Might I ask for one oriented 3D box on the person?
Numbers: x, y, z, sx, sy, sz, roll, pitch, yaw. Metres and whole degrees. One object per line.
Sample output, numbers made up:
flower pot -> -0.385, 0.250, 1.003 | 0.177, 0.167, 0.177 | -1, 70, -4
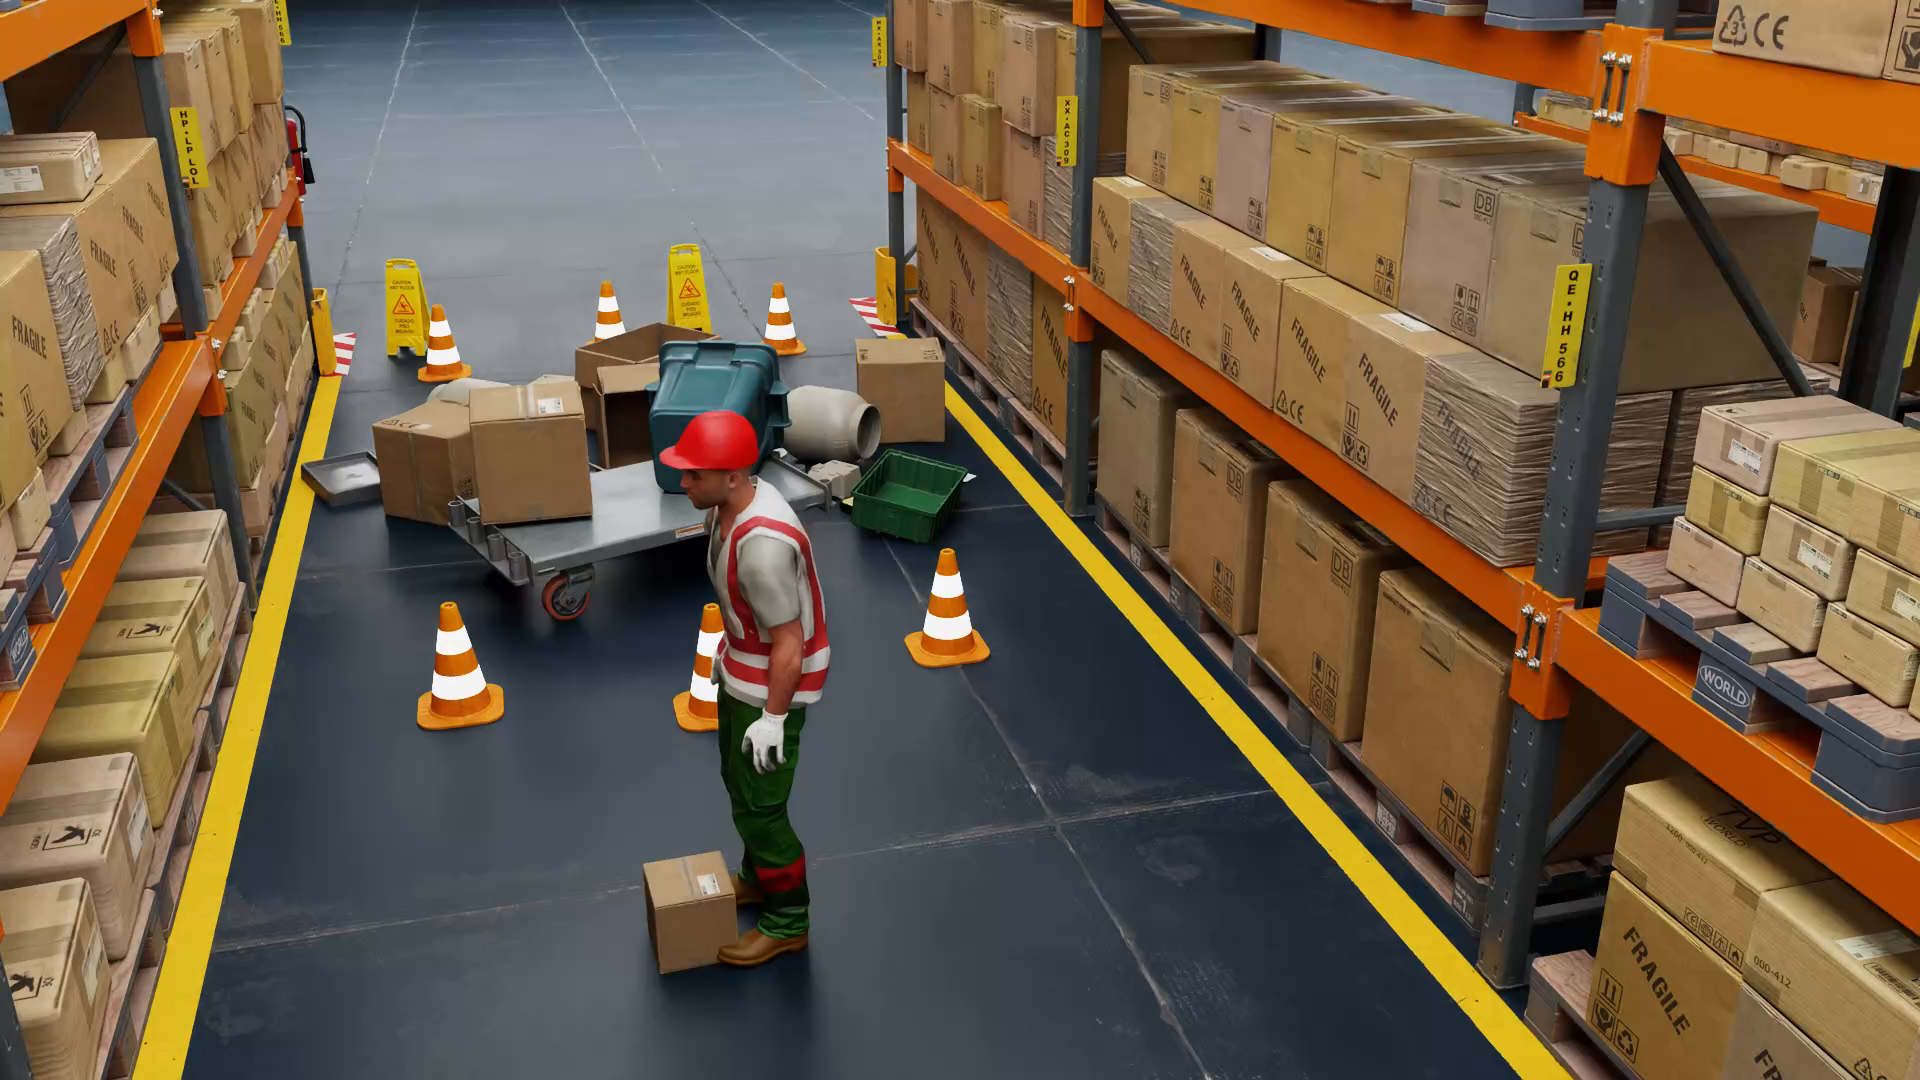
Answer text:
person -> -0.632, 0.444, 5.017 | 0.452, 1.777, 0.610 | -7, 24, -17
